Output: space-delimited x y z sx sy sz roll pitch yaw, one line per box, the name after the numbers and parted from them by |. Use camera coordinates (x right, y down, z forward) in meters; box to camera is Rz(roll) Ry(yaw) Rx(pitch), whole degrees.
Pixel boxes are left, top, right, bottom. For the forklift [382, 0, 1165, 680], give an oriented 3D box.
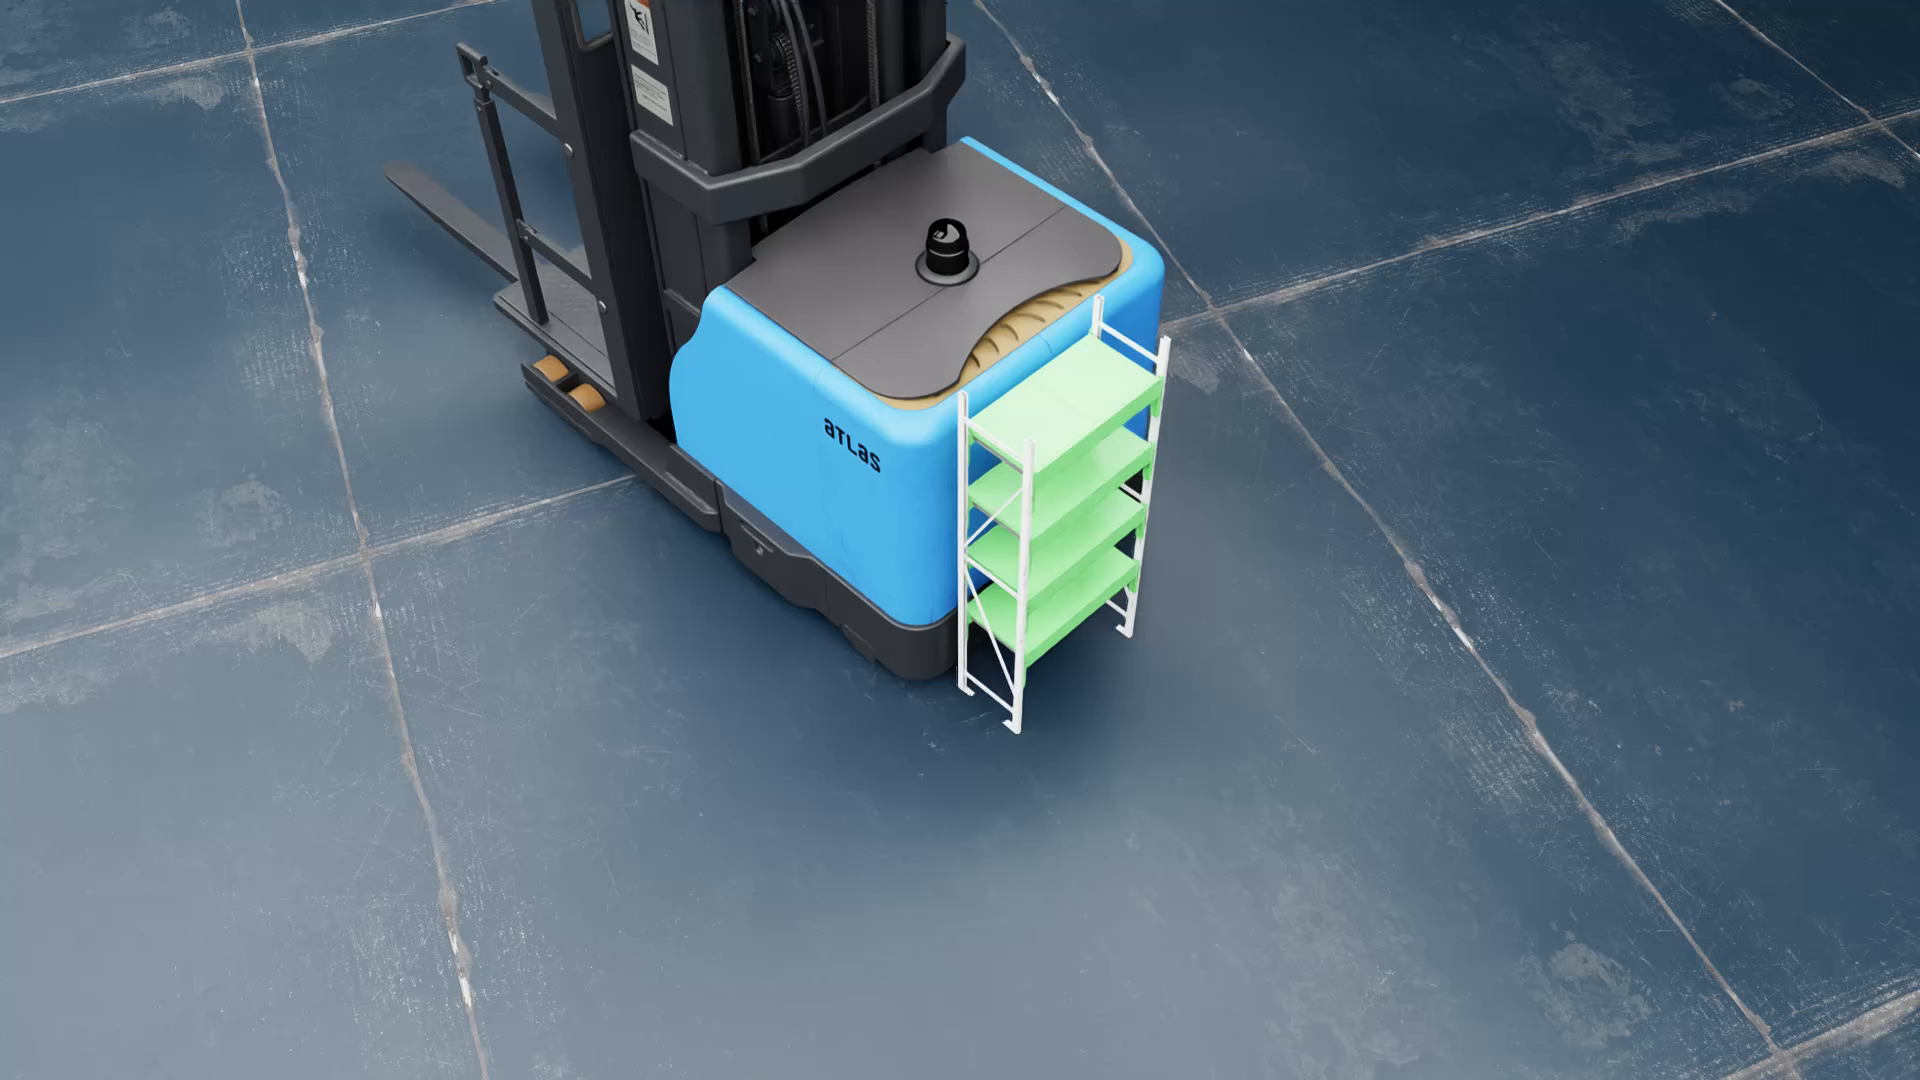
-0.825 -1.559 4.657 3.031 2.935 1.130 37 59 27 | forklift

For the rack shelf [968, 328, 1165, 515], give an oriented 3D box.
0.257 -0.303 4.171 0.258 0.148 0.480 37 59 27 | rack shelf

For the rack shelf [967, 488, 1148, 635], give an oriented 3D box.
0.257 0.010 4.535 0.258 0.148 0.480 37 59 27 | rack shelf

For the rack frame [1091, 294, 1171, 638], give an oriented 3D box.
0.429 -0.163 4.599 0.240 1.200 0.015 37 59 27 | rack frame

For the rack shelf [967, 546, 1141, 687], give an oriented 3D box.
0.257 0.166 4.717 0.258 0.148 0.480 37 59 27 | rack shelf

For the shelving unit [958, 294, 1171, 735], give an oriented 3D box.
0.257 -0.032 4.486 0.258 1.200 0.503 37 59 27 | shelving unit

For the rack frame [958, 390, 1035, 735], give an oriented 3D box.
0.085 0.100 4.373 0.240 1.200 0.015 37 59 27 | rack frame

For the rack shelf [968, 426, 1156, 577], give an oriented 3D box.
0.257 -0.146 4.353 0.258 0.148 0.480 37 59 27 | rack shelf
